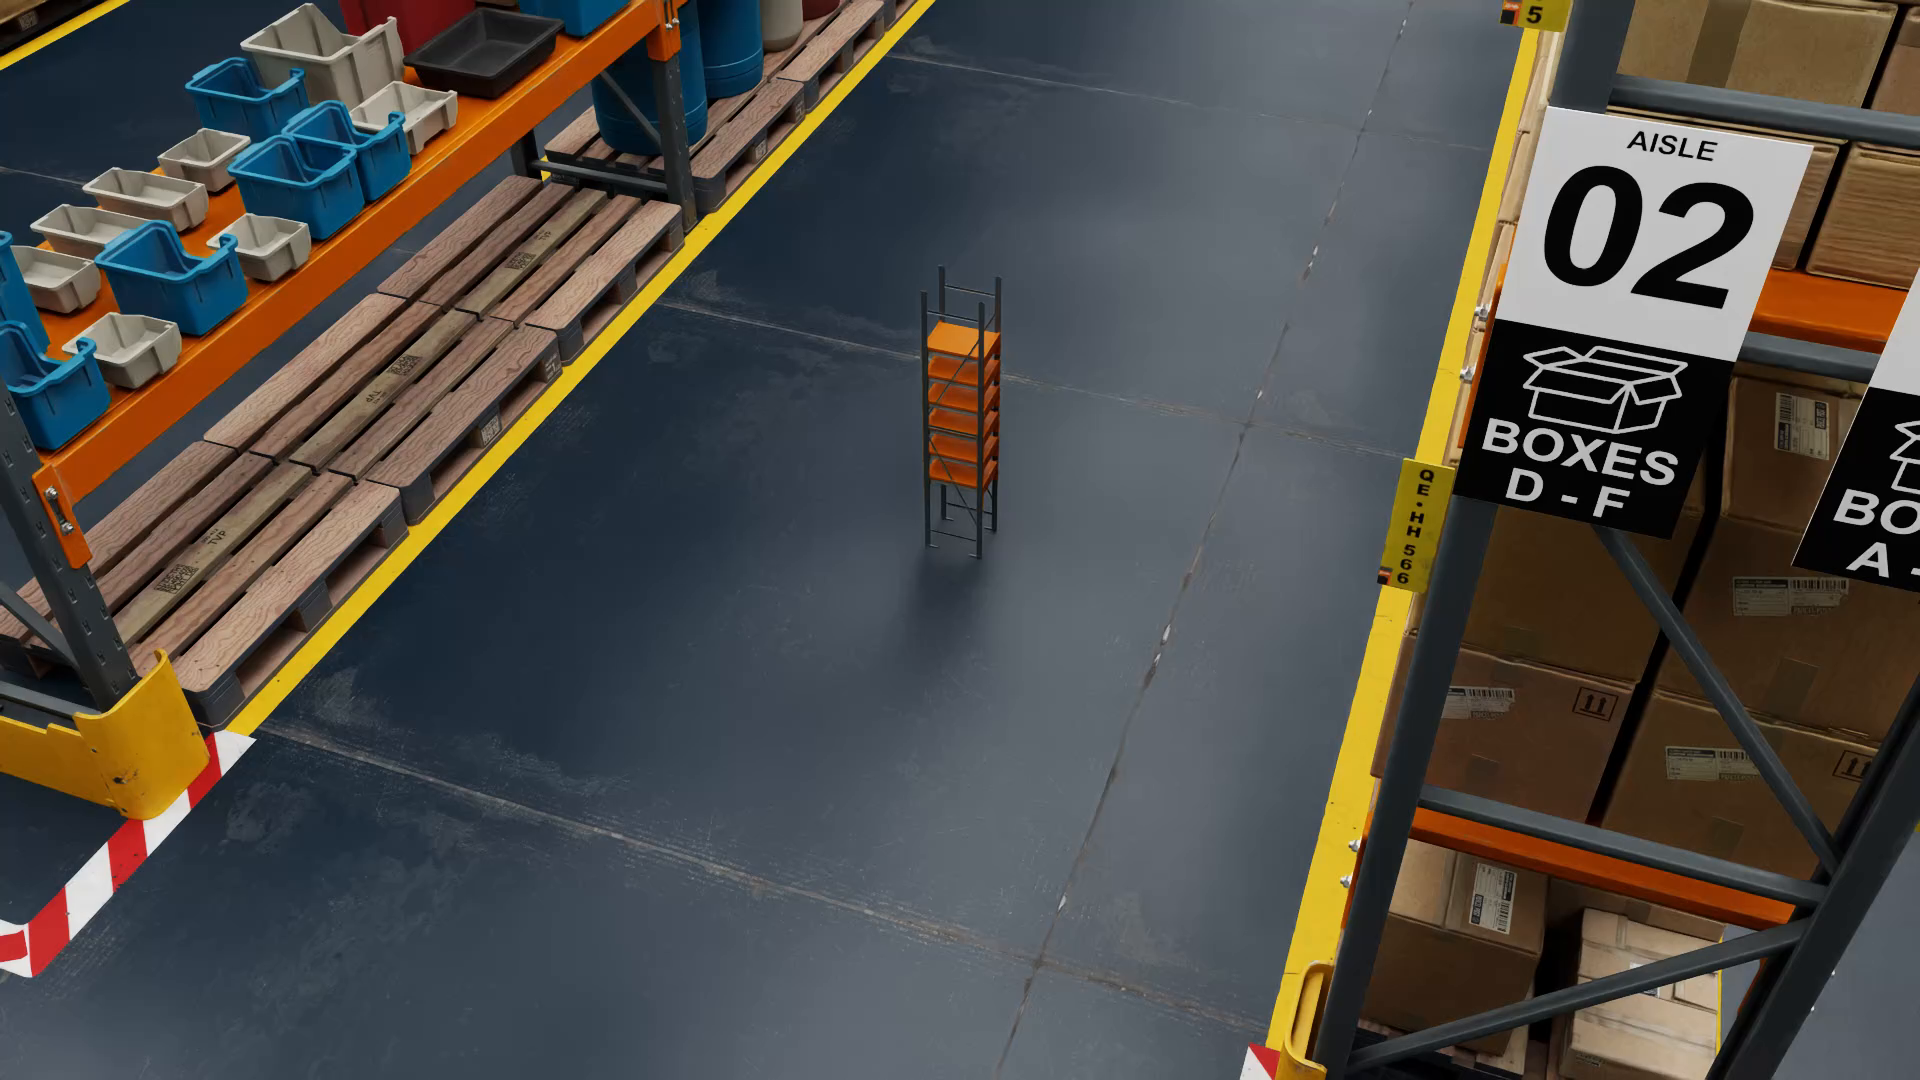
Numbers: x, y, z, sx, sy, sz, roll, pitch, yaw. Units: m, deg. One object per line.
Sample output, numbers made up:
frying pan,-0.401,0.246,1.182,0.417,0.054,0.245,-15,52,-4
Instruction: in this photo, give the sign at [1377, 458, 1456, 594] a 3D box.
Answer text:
sign,0.911,-0.024,3.332,0.100,0.325,0.005,13,42,15

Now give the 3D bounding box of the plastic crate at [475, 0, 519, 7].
plastic crate,-2.153,-2.540,7.573,0.396,0.136,0.243,13,42,15

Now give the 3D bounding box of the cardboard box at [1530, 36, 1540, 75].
cardboard box,3.388,-2.584,9.055,0.500,0.500,0.500,13,42,15

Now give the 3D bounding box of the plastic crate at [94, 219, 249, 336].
plastic crate,-2.608,-0.868,5.539,0.416,0.233,0.300,13,42,15

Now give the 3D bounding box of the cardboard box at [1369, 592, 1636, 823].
cardboard box,1.324,0.300,4.010,0.500,0.500,0.500,15,43,16

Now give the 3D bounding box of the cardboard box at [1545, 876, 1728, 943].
cardboard box,2.050,0.977,5.073,0.500,0.250,0.500,13,42,15

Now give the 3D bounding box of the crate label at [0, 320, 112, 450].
crate label,-2.834,-0.466,5.068,0.416,0.233,0.303,13,42,15

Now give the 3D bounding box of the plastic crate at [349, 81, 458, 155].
plastic crate,-2.172,-1.663,6.545,0.293,0.136,0.466,13,42,15

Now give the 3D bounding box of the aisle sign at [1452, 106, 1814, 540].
aisle sign,1.115,-0.343,2.838,0.394,0.787,0.004,13,42,15

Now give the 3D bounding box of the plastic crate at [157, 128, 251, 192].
plastic crate,-2.850,-1.423,6.264,0.298,0.136,0.250,13,42,15

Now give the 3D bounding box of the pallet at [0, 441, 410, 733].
pallet,-2.909,0.137,6.427,1.003,0.211,1.213,13,42,15

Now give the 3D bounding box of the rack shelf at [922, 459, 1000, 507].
rack shelf,0.005,-0.249,6.556,0.258,0.103,0.180,13,42,15

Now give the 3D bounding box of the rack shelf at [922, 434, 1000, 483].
rack shelf,0.005,-0.340,6.478,0.258,0.103,0.180,13,42,15

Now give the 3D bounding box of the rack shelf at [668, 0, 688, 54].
rack shelf,-1.176,-3.815,9.465,1.077,0.370,4.000,13,42,15

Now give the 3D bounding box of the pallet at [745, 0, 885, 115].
pallet,-1.141,-3.016,10.123,1.003,0.211,1.213,13,42,15

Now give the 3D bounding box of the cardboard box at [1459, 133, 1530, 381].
cardboard box,1.665,-0.704,4.417,0.500,0.500,0.500,14,43,16

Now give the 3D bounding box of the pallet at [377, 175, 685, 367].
pallet,-2.074,-1.351,8.171,1.003,0.211,1.213,13,42,15

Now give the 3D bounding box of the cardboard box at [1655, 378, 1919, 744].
cardboard box,1.826,0.041,3.543,0.500,0.500,0.500,15,43,16

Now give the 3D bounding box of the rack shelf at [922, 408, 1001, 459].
rack shelf,0.005,-0.431,6.400,0.258,0.103,0.180,13,42,15

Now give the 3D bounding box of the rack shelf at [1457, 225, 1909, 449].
rack shelf,2.110,-1.415,4.341,1.077,0.370,4.000,13,42,15

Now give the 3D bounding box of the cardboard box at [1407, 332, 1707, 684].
cardboard box,1.320,-0.079,3.684,0.500,0.500,0.500,13,42,15

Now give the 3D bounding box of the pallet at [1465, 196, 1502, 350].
pallet,3.037,-1.211,8.007,1.003,0.211,1.213,13,42,15

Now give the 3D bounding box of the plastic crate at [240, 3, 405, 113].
plastic crate,-2.555,-1.957,6.777,0.437,0.282,0.530,13,42,15

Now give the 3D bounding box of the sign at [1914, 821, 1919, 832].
sign,1.936,0.463,3.229,0.100,0.325,0.005,13,42,15

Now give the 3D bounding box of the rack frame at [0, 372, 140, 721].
rack frame,-3.227,-0.430,4.942,1.000,3.000,0.127,13,42,15

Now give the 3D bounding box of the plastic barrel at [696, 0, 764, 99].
plastic barrel,-1.415,-2.991,9.237,0.600,0.901,0.708,13,42,15

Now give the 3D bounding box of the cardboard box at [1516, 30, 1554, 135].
cardboard box,2.016,-1.333,5.154,0.500,0.500,0.500,12,42,14

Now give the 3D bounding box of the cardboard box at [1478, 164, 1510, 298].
cardboard box,2.693,-1.349,7.607,0.500,0.500,0.500,13,42,15

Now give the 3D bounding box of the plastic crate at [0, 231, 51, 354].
plastic crate,-3.288,-0.712,5.199,0.616,0.435,0.499,13,42,15

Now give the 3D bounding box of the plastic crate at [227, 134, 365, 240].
plastic crate,-2.383,-1.269,6.009,0.416,0.233,0.300,13,42,15

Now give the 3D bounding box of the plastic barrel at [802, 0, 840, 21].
plastic barrel,-1.029,-3.560,10.146,0.600,0.588,0.708,13,42,15

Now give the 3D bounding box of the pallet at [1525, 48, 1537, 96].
pallet,3.871,-2.700,9.752,1.003,0.211,1.213,13,42,15

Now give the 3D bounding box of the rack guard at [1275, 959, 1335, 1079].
rack guard,1.452,1.577,4.517,1.175,0.500,0.348,13,42,15

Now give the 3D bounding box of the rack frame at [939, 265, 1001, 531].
rack frame,0.036,-0.521,6.436,0.240,1.200,0.006,13,42,15

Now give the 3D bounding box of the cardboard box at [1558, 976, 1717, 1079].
cardboard box,1.892,1.410,4.644,0.380,0.149,0.250,13,42,15

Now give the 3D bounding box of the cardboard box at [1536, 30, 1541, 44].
cardboard box,3.738,-3.210,9.788,0.500,0.500,0.500,15,43,17

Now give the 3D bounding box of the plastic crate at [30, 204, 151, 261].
plastic crate,-3.006,-1.063,5.842,0.396,0.136,0.243,13,42,15

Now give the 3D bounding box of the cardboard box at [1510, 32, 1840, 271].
cardboard box,1.354,-0.784,3.162,0.500,0.250,0.500,13,42,15

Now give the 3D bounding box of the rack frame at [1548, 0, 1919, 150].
rack frame,1.426,-1.610,1.704,1.000,3.000,0.127,13,42,15

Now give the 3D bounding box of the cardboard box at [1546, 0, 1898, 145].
cardboard box,1.362,-0.972,2.998,0.500,0.250,0.500,13,42,15

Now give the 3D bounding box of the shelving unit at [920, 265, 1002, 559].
shelving unit,0.005,-0.465,6.371,0.258,1.200,0.189,13,42,15
